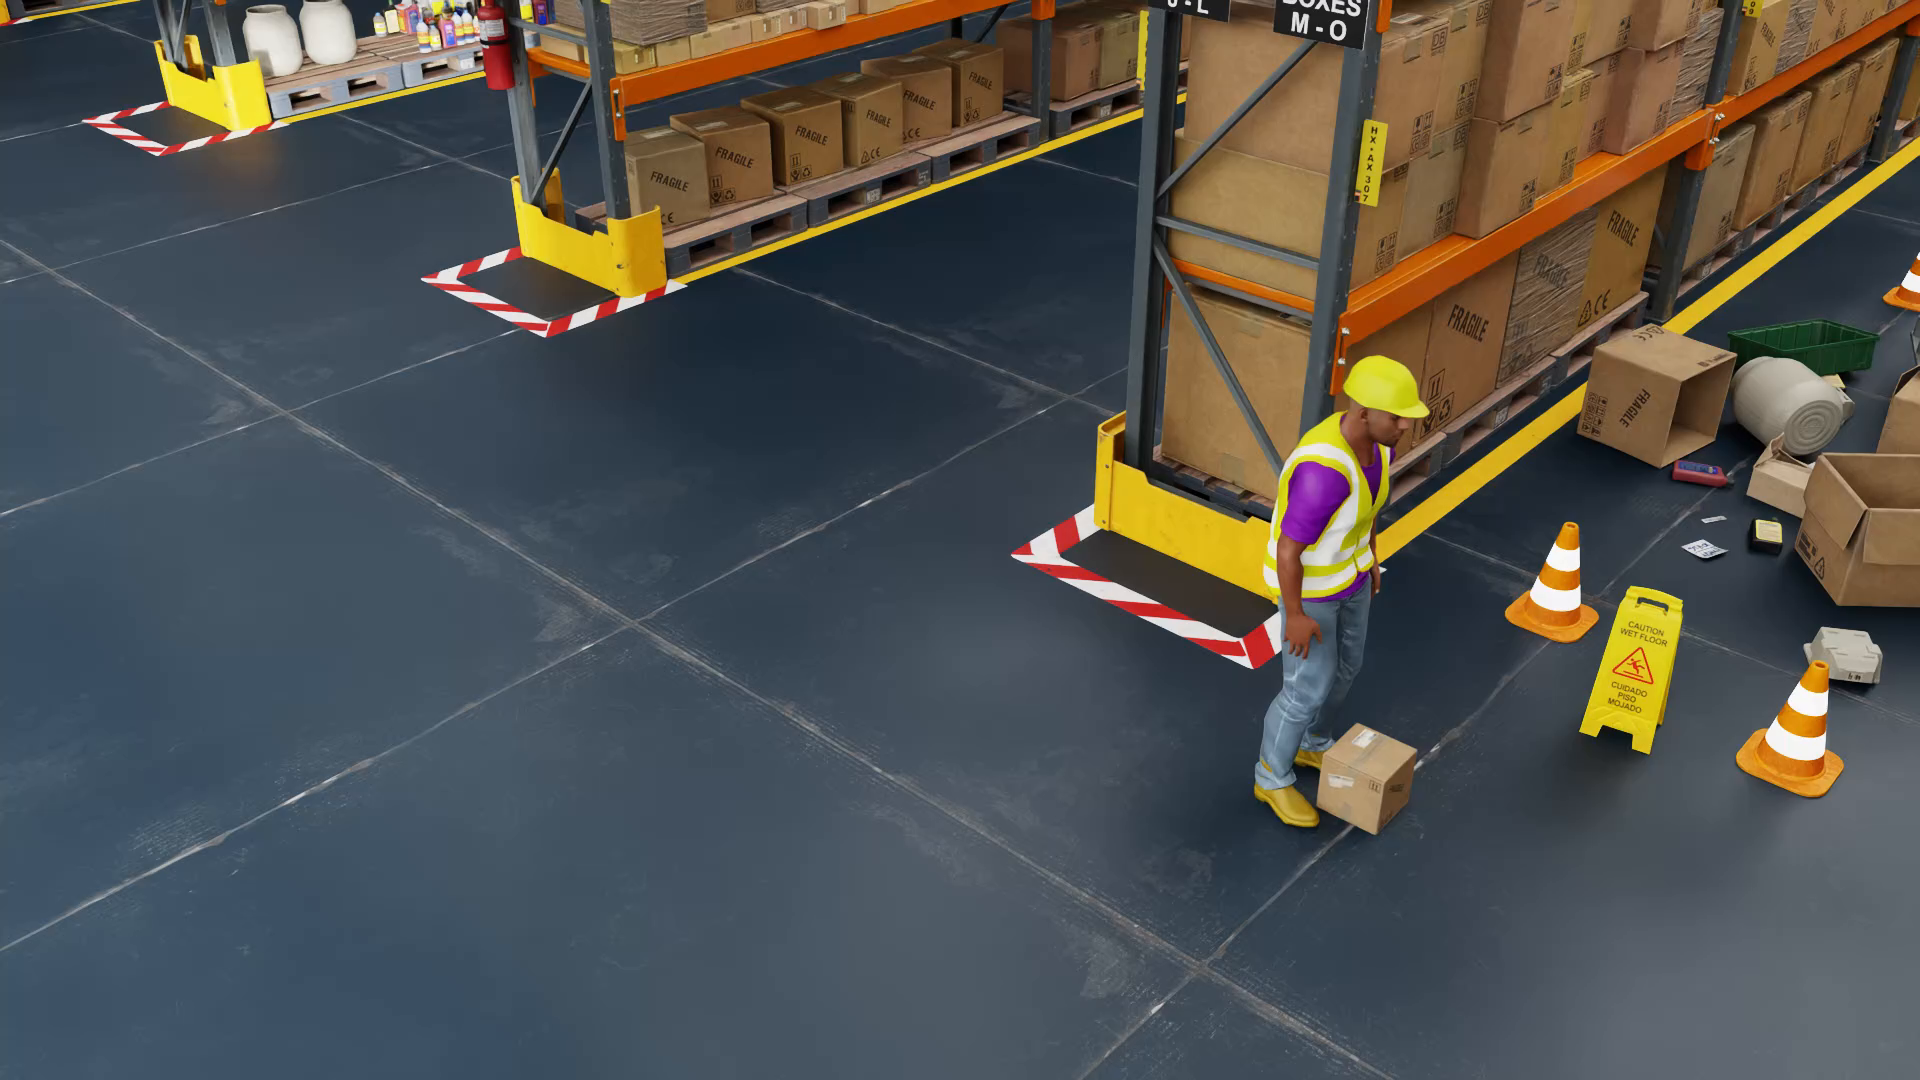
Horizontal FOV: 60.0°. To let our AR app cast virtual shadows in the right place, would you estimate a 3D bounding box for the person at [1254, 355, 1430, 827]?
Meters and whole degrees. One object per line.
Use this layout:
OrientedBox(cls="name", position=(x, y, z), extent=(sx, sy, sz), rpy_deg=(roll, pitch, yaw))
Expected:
OrientedBox(cls="person", position=(1.316, 0.155, 5.860), extent=(0.461, 1.759, 0.619), rpy_deg=(23, 38, 33))
